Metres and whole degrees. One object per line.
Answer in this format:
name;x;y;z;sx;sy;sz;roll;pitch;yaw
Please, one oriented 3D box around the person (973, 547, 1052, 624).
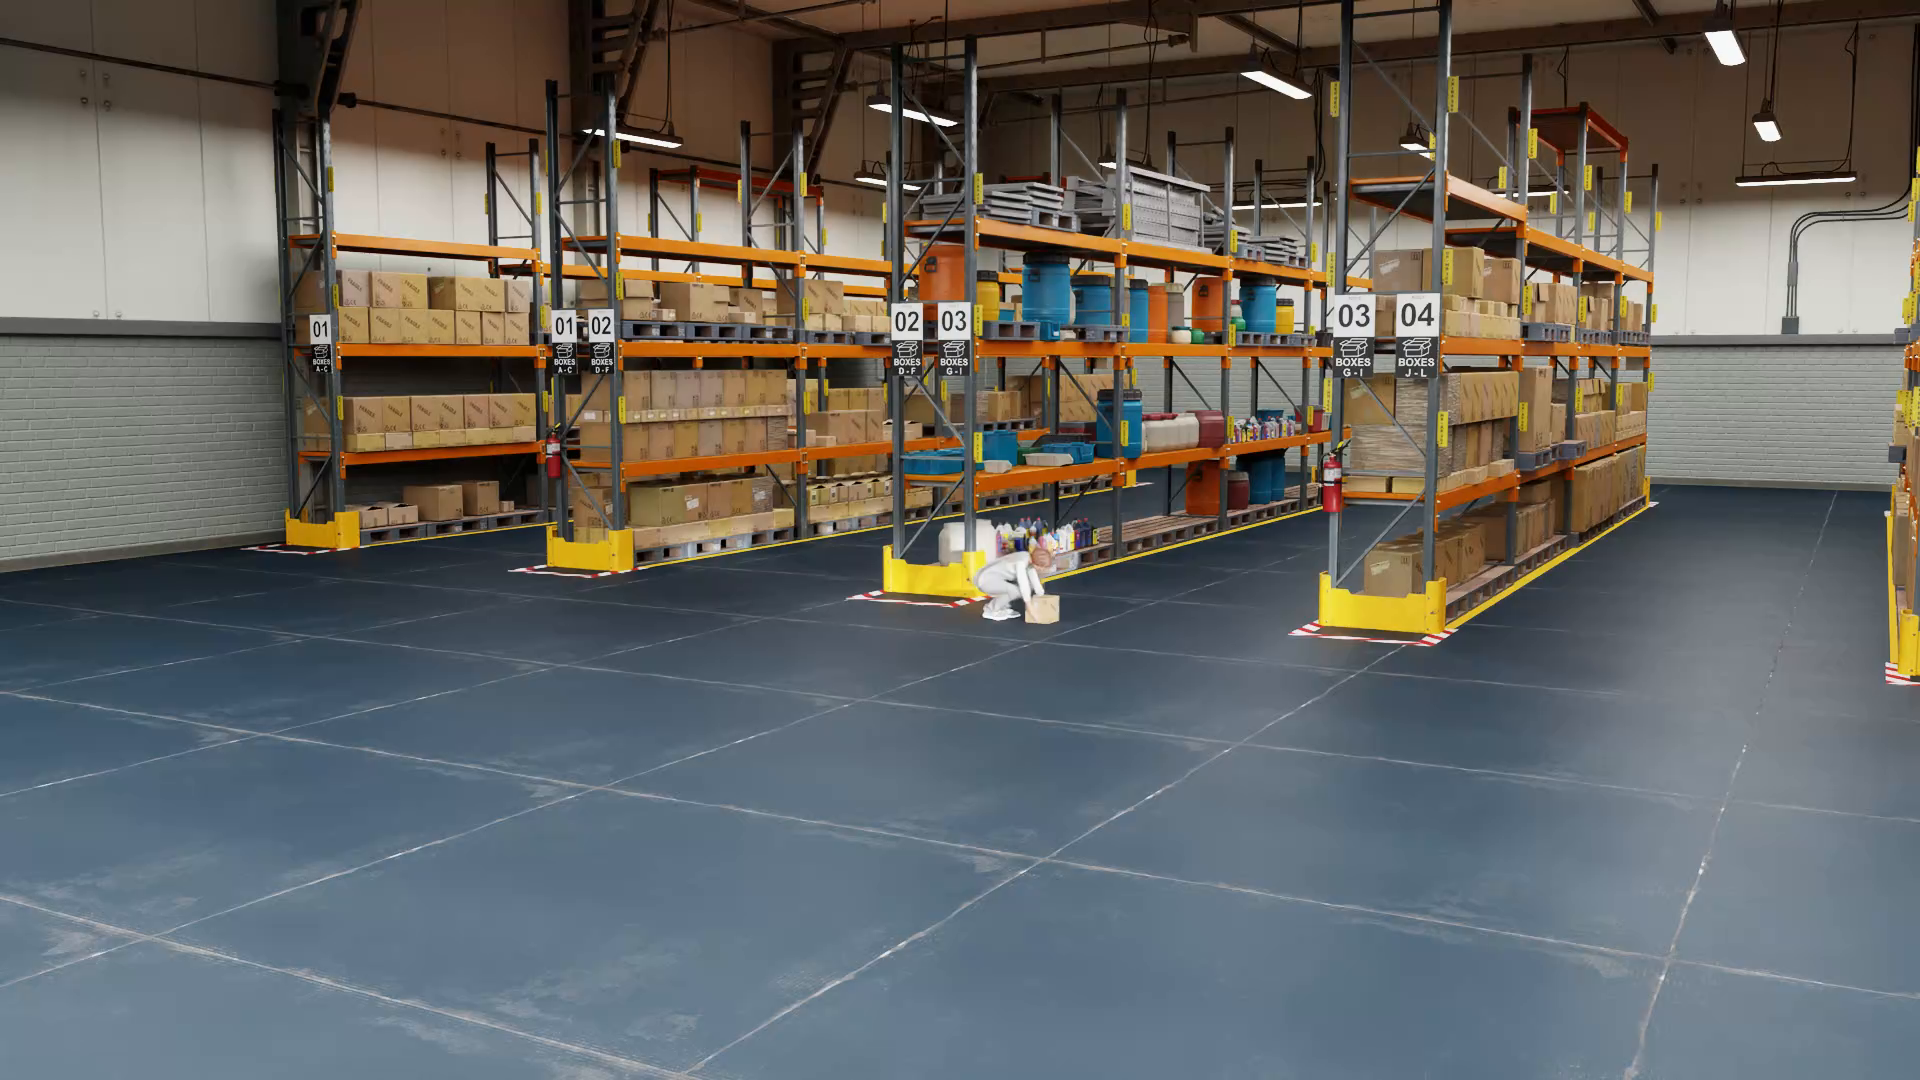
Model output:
person;0.524;0.454;16.620;0.814;0.745;0.432;3;7;28
